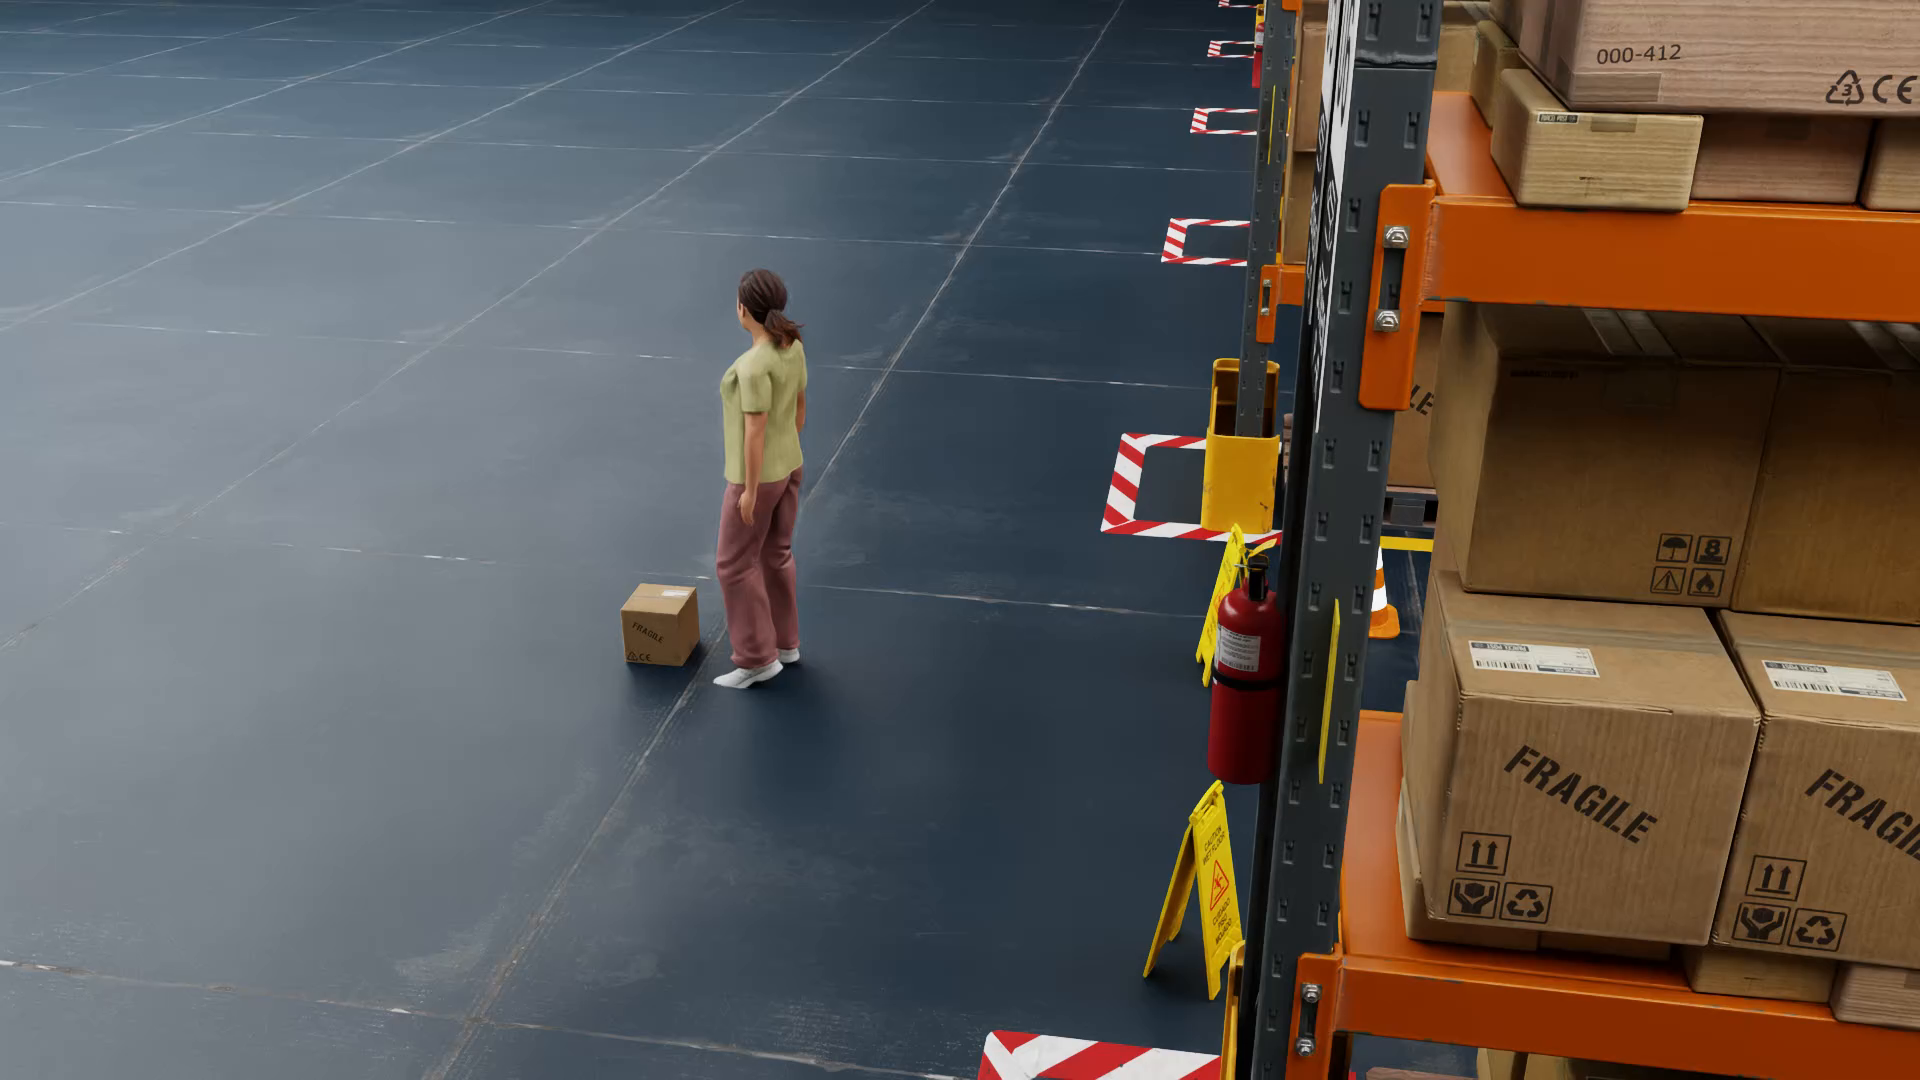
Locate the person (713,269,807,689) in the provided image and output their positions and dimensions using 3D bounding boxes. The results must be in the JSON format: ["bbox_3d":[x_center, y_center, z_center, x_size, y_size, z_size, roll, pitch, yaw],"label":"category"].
[{"bbox_3d":[-0.782,-0.237,6.634,0.404,1.725,0.519,9,27,19],"label":"person"}]
